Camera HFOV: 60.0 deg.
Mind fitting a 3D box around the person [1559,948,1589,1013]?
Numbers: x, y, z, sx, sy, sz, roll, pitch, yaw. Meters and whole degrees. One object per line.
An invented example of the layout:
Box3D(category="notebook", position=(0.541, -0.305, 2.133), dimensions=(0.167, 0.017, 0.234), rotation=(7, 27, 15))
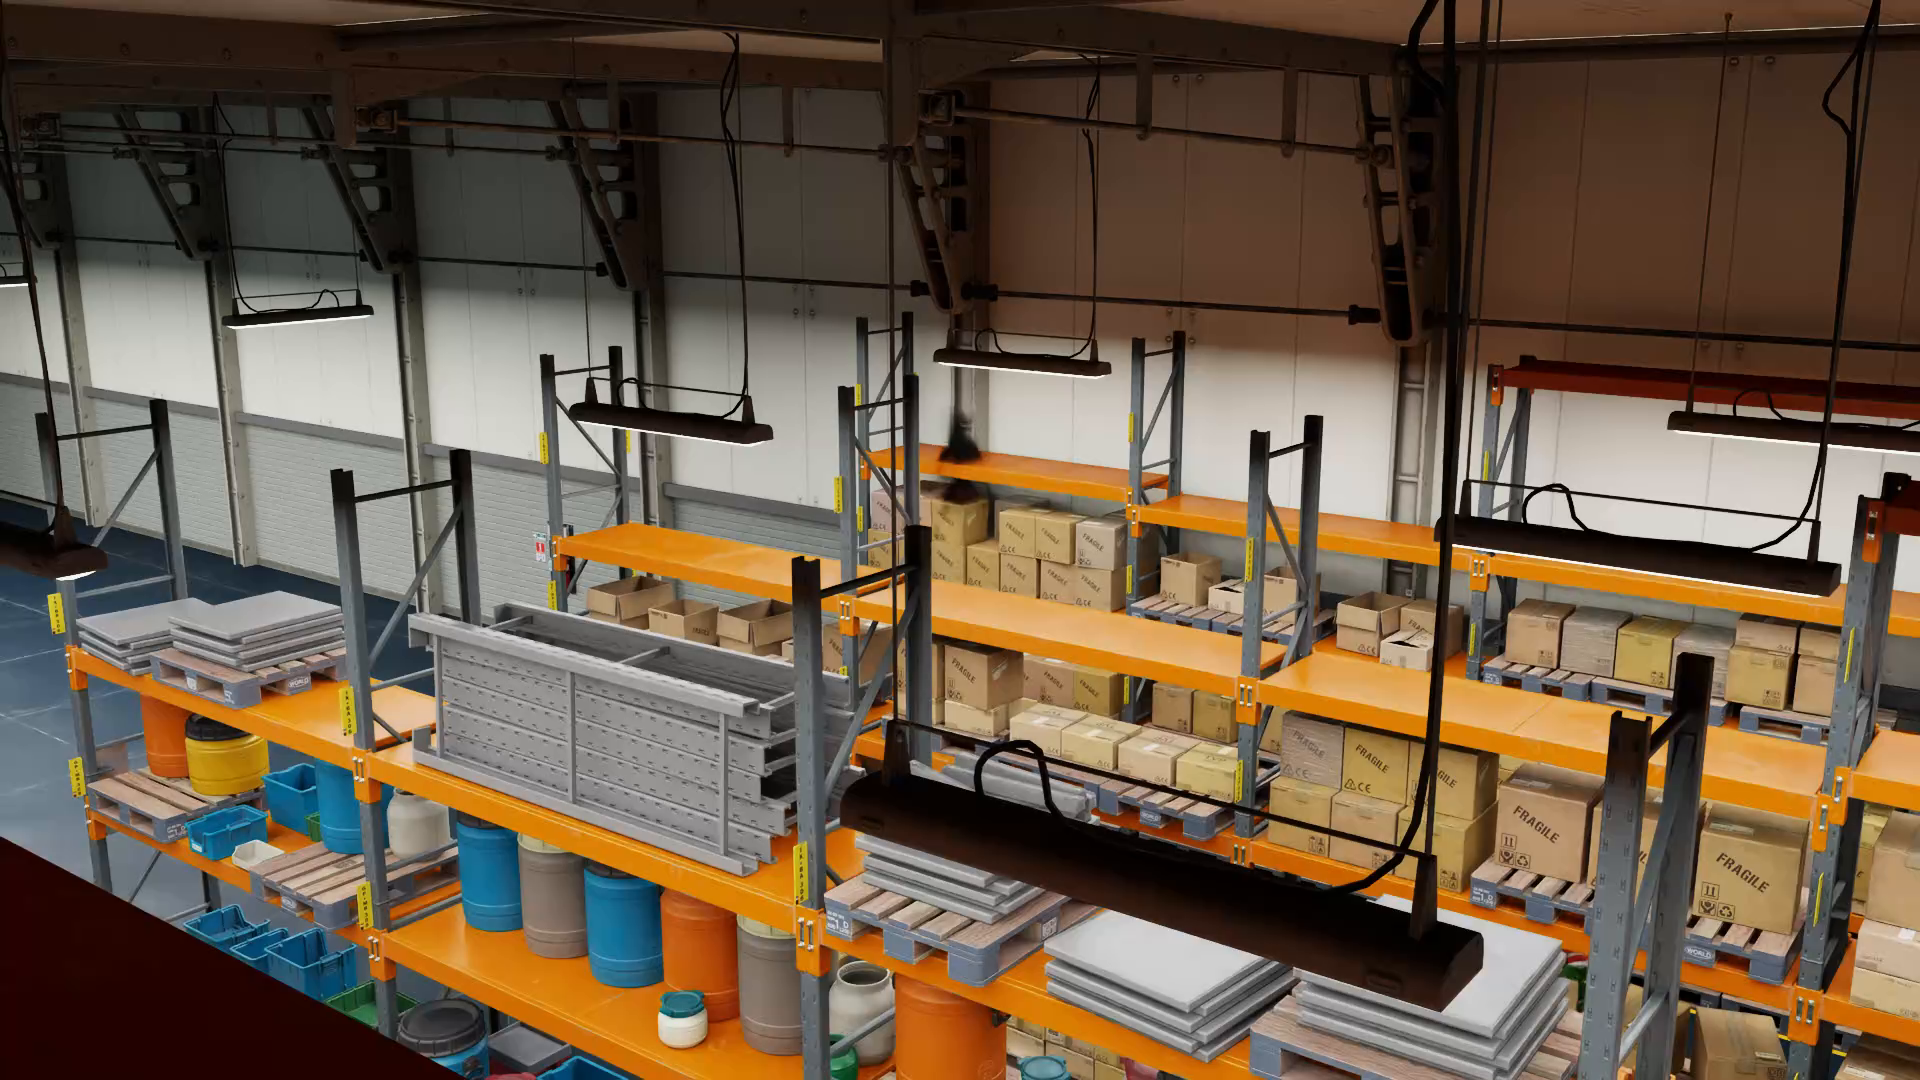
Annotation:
Box3D(category="person", position=(5.525, 3.869, 15.247), dimensions=(0.994, 1.472, 0.681), rotation=(5, 14, 20))
